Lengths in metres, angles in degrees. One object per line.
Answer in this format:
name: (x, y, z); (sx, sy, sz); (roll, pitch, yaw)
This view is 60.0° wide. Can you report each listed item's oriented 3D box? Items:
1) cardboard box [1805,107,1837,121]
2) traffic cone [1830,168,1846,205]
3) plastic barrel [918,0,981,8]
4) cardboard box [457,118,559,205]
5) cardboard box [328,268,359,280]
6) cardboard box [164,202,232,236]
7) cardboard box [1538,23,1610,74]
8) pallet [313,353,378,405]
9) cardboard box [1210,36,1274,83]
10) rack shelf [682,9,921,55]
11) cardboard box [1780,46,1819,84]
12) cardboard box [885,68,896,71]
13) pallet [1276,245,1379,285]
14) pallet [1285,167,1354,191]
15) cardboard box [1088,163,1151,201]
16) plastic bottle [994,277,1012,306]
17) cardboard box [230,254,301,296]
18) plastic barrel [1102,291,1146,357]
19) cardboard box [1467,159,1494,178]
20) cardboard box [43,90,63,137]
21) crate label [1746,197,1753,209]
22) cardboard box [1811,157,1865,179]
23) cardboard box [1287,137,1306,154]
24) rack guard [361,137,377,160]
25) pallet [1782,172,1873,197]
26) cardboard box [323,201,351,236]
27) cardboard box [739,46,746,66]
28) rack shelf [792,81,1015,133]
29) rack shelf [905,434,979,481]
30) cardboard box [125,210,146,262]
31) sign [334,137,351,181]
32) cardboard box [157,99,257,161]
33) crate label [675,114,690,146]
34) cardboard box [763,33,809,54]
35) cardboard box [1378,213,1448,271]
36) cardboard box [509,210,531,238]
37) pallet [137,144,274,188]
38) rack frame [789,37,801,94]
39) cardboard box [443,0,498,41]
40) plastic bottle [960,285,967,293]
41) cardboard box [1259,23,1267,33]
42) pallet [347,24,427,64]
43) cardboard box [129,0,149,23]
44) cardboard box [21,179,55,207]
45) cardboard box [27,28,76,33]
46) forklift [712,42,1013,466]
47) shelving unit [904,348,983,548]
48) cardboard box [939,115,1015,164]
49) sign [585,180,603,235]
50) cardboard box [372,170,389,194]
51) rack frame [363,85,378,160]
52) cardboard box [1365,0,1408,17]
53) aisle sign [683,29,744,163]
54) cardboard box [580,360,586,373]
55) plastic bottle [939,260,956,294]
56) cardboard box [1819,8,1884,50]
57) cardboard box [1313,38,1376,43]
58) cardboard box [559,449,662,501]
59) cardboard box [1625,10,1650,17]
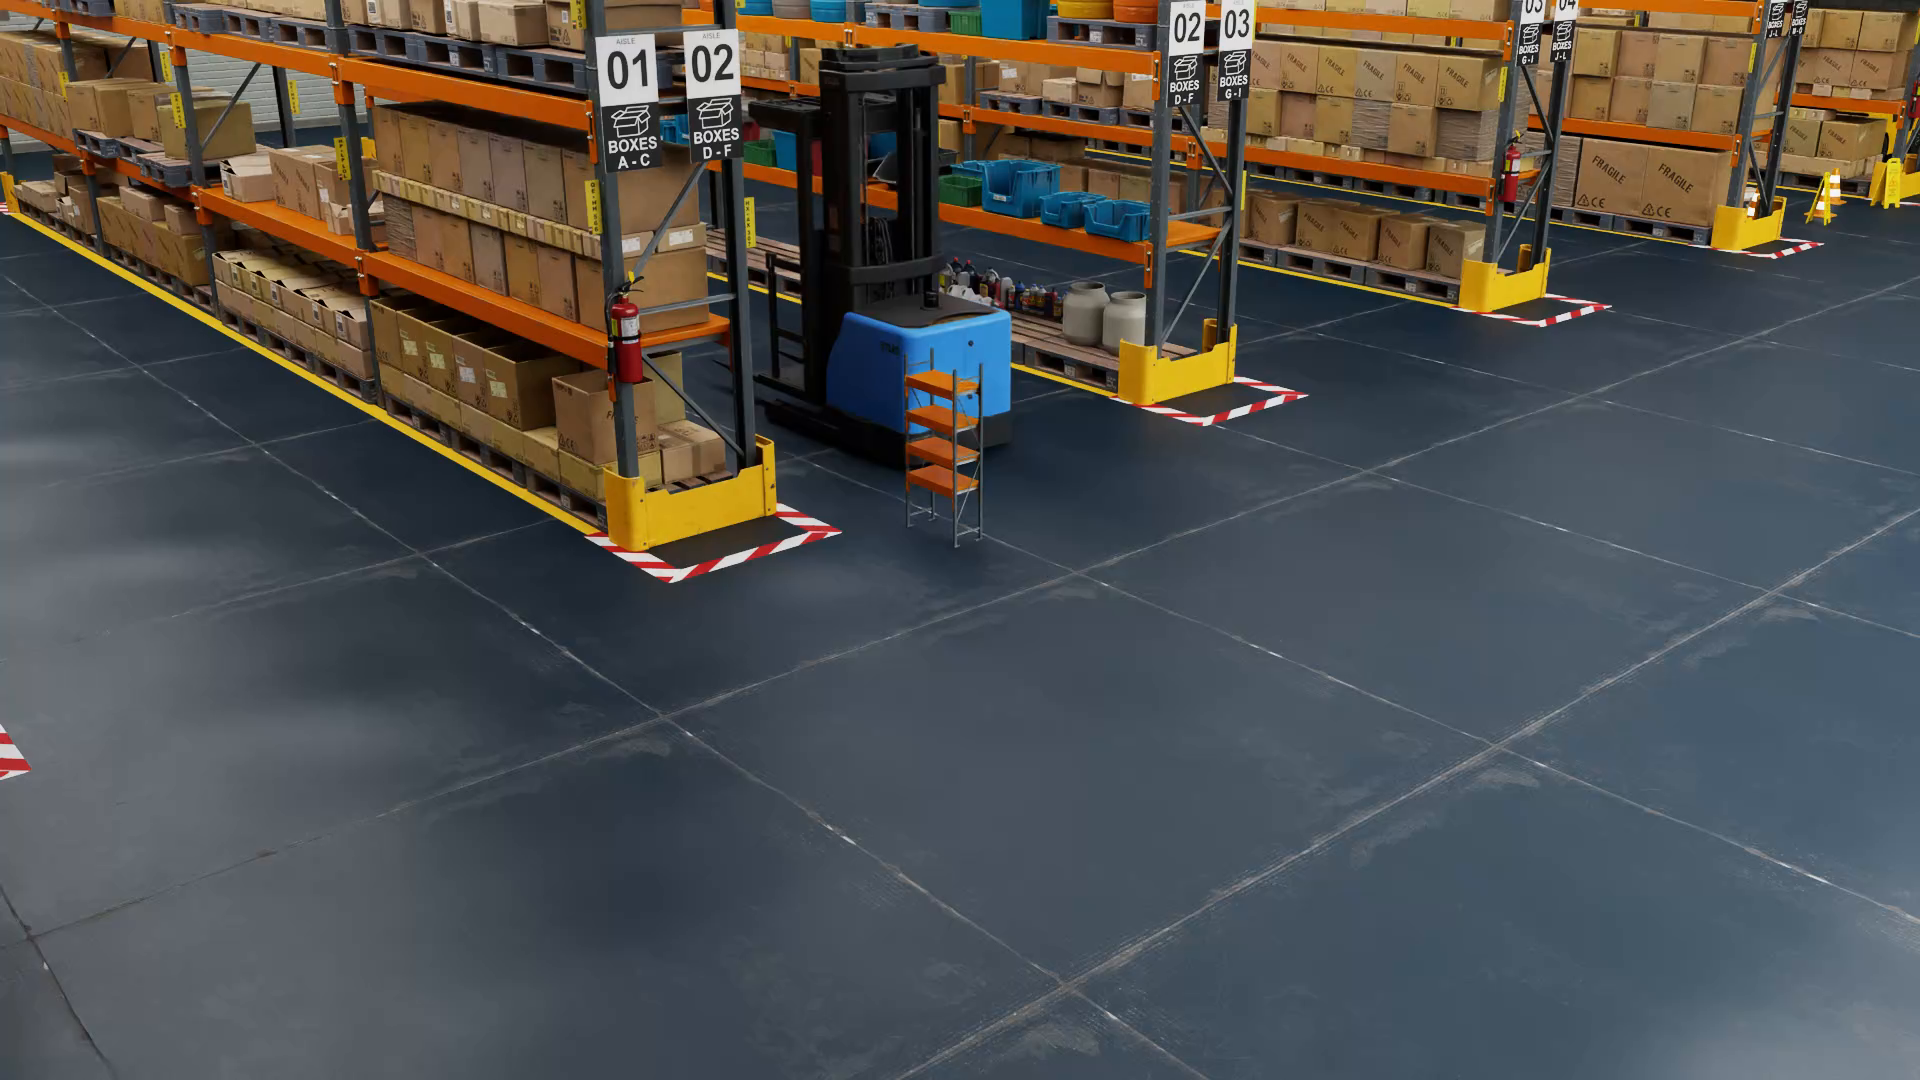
cardboard box: (12.196, -6.031, 23.547); (0.380, 0.149, 0.250); (-16, 27, -36)
traffic cone: (11.949, -4.851, 22.734); (0.336, 0.463, 0.334); (-17, 27, -37)
plastic barrel: (-0.096, -5.312, 15.058); (0.600, 0.901, 0.708); (-17, 27, -37)
cardboard box: (-3.142, -2.723, 11.906); (0.700, 0.500, 0.500); (-17, 27, -37)
cardboard box: (-5.505, -2.383, 15.381); (0.500, 0.311, 0.500); (-17, 27, -36)
cardboard box: (-7.858, -3.321, 17.147); (0.500, 0.250, 0.500); (-16, 27, -35)
cardboard box: (7.822, -6.275, 21.207); (0.875, 0.550, 0.550); (-17, 27, -37)
pallet: (-4.930, -1.505, 14.537); (1.003, 0.211, 1.213); (-17, 27, -37)
cardboard box: (3.189, -5.432, 18.824); (0.500, 0.500, 0.500); (-17, 27, -37)
rack shelf: (-1.970, -5.401, 17.535); (1.077, 0.370, 4.000); (-17, 27, -37)
cardboard box: (11.996, -6.768, 23.606); (0.500, 0.500, 0.500); (-18, 27, -38)
cardboard box: (-0.695, -6.477, 23.271); (0.500, 0.500, 0.500); (-19, 28, -39)
pallet: (4.354, -3.153, 18.746); (1.003, 0.211, 1.213); (-17, 27, -37)
pallet: (5.550, -5.353, 24.362); (1.003, 0.211, 1.213); (-17, 27, -37)
cardboard box: (2.041, -4.473, 21.115); (0.500, 0.500, 0.700); (20, 29, 41)
plastic bottle: (0.414, -2.426, 16.197); (0.152, 0.276, 0.135); (-17, 27, -36)
cardboard box: (-6.561, -2.533, 15.763); (0.500, 0.311, 0.500); (-18, 28, -39)
plastic barrel: (1.459, -1.883, 14.513); (0.421, 0.512, 0.421); (0, 21, 0)
cardboard box: (5.357, -3.774, 16.850); (0.380, 0.149, 0.250); (-17, 27, -37)
cardboard box: (-10.499, -5.085, 19.717); (0.500, 0.500, 0.500); (-17, 27, -36)
crate label: (10.770, -4.543, 22.396); (0.298, 0.136, 0.250); (7, 23, 18)
cardboard box: (12.459, -5.301, 23.601); (0.500, 0.250, 0.500); (-18, 27, -38)
cardboard box: (3.835, -4.379, 18.395); (0.380, 0.149, 0.250); (-17, 27, -37)
rack guard: (-8.523, -5.942, 25.470); (1.175, 0.500, 0.348); (-17, 27, -37)
pallet: (12.653, -5.176, 23.909); (1.003, 0.211, 1.213); (-17, 27, -37)
cardboard box: (-5.132, -2.746, 14.065); (0.396, 0.266, 0.258); (-18, 28, -39)
cardboard box: (-3.294, -7.588, 26.042); (0.500, 0.250, 0.500); (-17, 27, -36)
rack shelf: (-0.828, -6.289, 23.914); (1.077, 0.370, 4.000); (-17, 27, -37)
rack shelf: (-0.108, -0.542, 10.907); (0.258, 0.148, 0.480); (-17, 27, -37)
cardboard box: (-8.833, -3.384, 18.335); (0.500, 0.500, 0.500); (-17, 27, -37)
sign: (-4.824, -2.979, 12.999); (0.100, 0.325, 0.005); (-17, 27, -37)
cardboard box: (-7.527, -4.103, 16.635); (0.500, 0.500, 0.700); (12, 24, 28)
crate label: (-2.832, -4.570, 18.490); (0.502, 0.435, 0.616); (-17, 27, -37)
cardboard box: (-2.637, -7.658, 25.192); (0.500, 0.500, 0.500); (-16, 27, -36)
cardboard box: (4.888, -3.226, 17.960); (0.500, 0.500, 0.500); (-10, 23, -24)
cardboard box: (-2.875, -2.198, 11.456); (0.380, 0.149, 0.250); (-16, 27, -36)
pallet: (-7.526, -3.795, 16.824); (1.213, 0.211, 1.003); (-17, 27, -37)
rack frame: (-2.134, -7.176, 25.194); (1.000, 3.000, 0.127); (-17, 27, -37)
cardboard box: (-3.123, -3.529, 11.122); (0.500, 0.311, 0.500); (-14, 25, -31)
plastic bottle: (0.045, -2.275, 15.810); (0.152, 0.276, 0.135); (-17, 27, -37)
cardboard box: (4.586, -7.610, 24.792); (0.700, 0.500, 0.500); (-18, 27, -38)
pallet: (-3.843, -3.735, 12.415); (1.003, 0.211, 1.213); (-17, 27, -37)
cardboard box: (-7.673, -5.411, 16.435); (0.910, 0.500, 0.500); (-17, 27, -37)
cardboard box: (-11.786, -4.493, 21.509); (0.500, 0.250, 0.500); (-17, 27, -37)
cardboard box: (-11.753, -6.379, 21.649); (0.500, 0.500, 0.500); (-18, 28, -38)
forklift: (-0.923, -2.372, 13.022); (1.130, 2.935, 3.031); (-17, 27, -36)
shelving unit: (-0.108, -0.604, 10.882); (0.258, 1.200, 0.503); (-17, 27, -37)
cardboard box: (0.042, -5.473, 23.182); (1.225, 0.875, 0.875); (-19, 28, -40)
sign: (-2.228, -2.028, 10.136); (0.100, 0.325, 0.005); (-17, 27, -37)
cardboard box: (-4.390, -2.837, 13.088); (0.380, 0.149, 0.250); (-18, 27, -38)
rack frame: (-8.497, -7.103, 25.005); (1.000, 3.000, 0.127); (-17, 27, -37)
cardboard box: (4.536, -5.541, 17.112); (0.500, 0.250, 0.500); (-17, 27, -36)
aisle sign: (-1.533, -2.769, 10.376); (0.394, 0.787, 0.004); (-17, 27, -37)
cardboard box: (-2.654, -1.242, 12.209); (0.500, 0.500, 0.500); (-17, 27, -37)
plastic bottle: (-0.135, -2.615, 16.576); (0.144, 0.351, 0.185); (-17, 27, -37)
cardboard box: (12.383, -7.102, 23.087); (0.700, 0.500, 0.500); (-17, 27, -37)
cardboard box: (4.243, -5.282, 18.440); (0.500, 0.500, 0.500); (-17, 27, -37)
cardboard box: (-2.382, -0.497, 11.334); (0.500, 0.250, 0.500); (-17, 27, -37)
cardboard box: (10.556, -8.222, 25.853); (0.380, 0.149, 0.250); (-18, 27, -38)
